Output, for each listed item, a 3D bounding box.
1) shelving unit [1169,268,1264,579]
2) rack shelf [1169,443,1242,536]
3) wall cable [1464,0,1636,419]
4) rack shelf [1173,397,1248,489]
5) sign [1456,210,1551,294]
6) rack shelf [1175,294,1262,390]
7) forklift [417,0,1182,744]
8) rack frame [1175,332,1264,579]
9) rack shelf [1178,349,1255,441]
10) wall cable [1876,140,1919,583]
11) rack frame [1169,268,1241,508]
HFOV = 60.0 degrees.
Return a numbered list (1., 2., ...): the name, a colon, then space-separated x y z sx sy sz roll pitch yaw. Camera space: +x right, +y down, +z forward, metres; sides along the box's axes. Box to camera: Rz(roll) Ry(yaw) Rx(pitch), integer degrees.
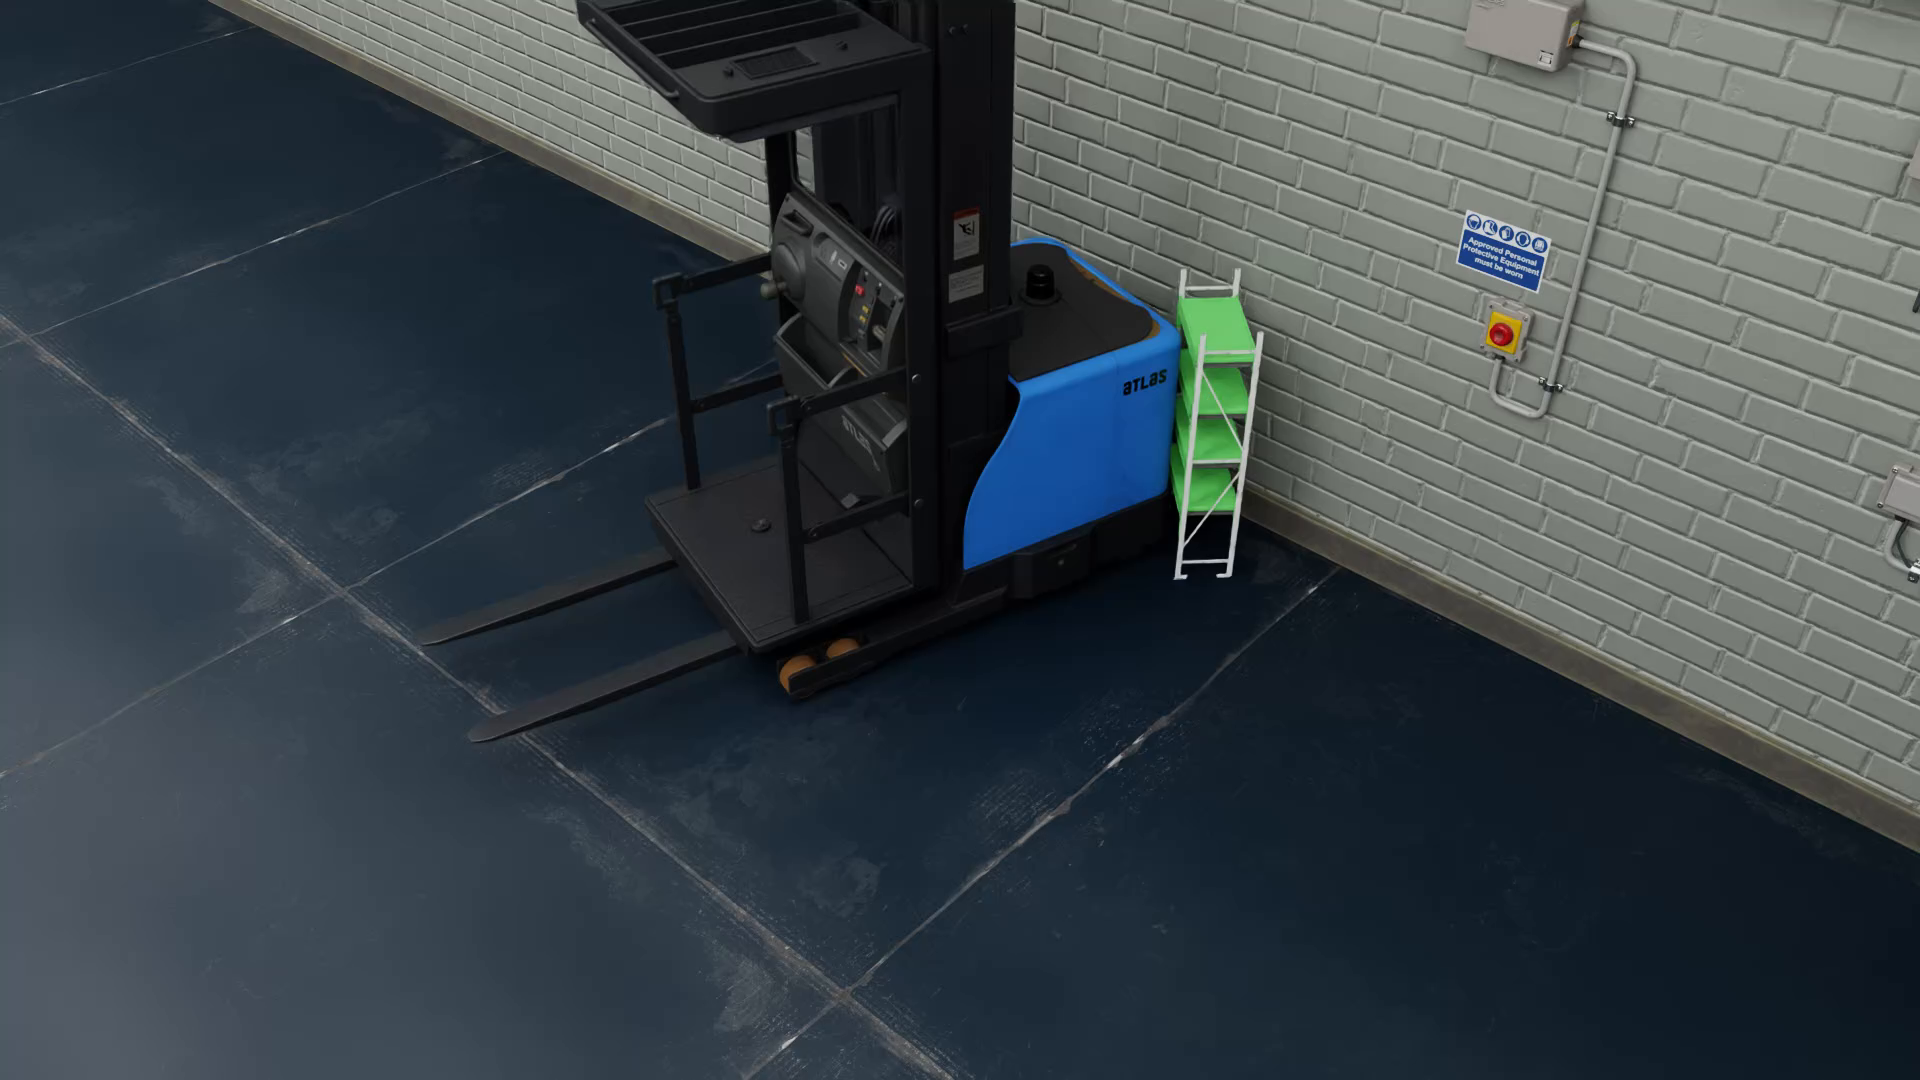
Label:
1. shelving unit: 1.021 -0.466 6.872 0.258 1.200 0.503 -2 39 -2
2. rack shelf: 1.021 -0.228 7.061 0.258 0.148 0.480 -2 39 -2
3. wall cable: 1.923 -1.282 5.610 0.585 1.953 0.123 30 47 32
4. rack shelf: 1.021 -0.416 6.912 0.258 0.148 0.480 -2 39 -2
5. sign: 1.929 -1.026 5.913 0.327 0.218 0.001 30 47 32
6. rack shelf: 1.021 -0.792 6.613 0.258 0.148 0.480 -2 39 -2
7. forklift: -0.633 -0.909 6.038 3.031 2.935 1.130 -21 43 -24
8. rack frame: 1.032 -0.314 6.681 0.240 1.200 0.015 -2 39 -2
9. rack shelf: 1.021 -0.604 6.762 0.258 0.148 0.480 -2 39 -2
10. wall cable: 2.978 -0.679 4.878 0.588 1.984 0.122 30 47 32
11. rack frame: 1.010 -0.618 7.063 0.240 1.200 0.015 -2 39 -2
